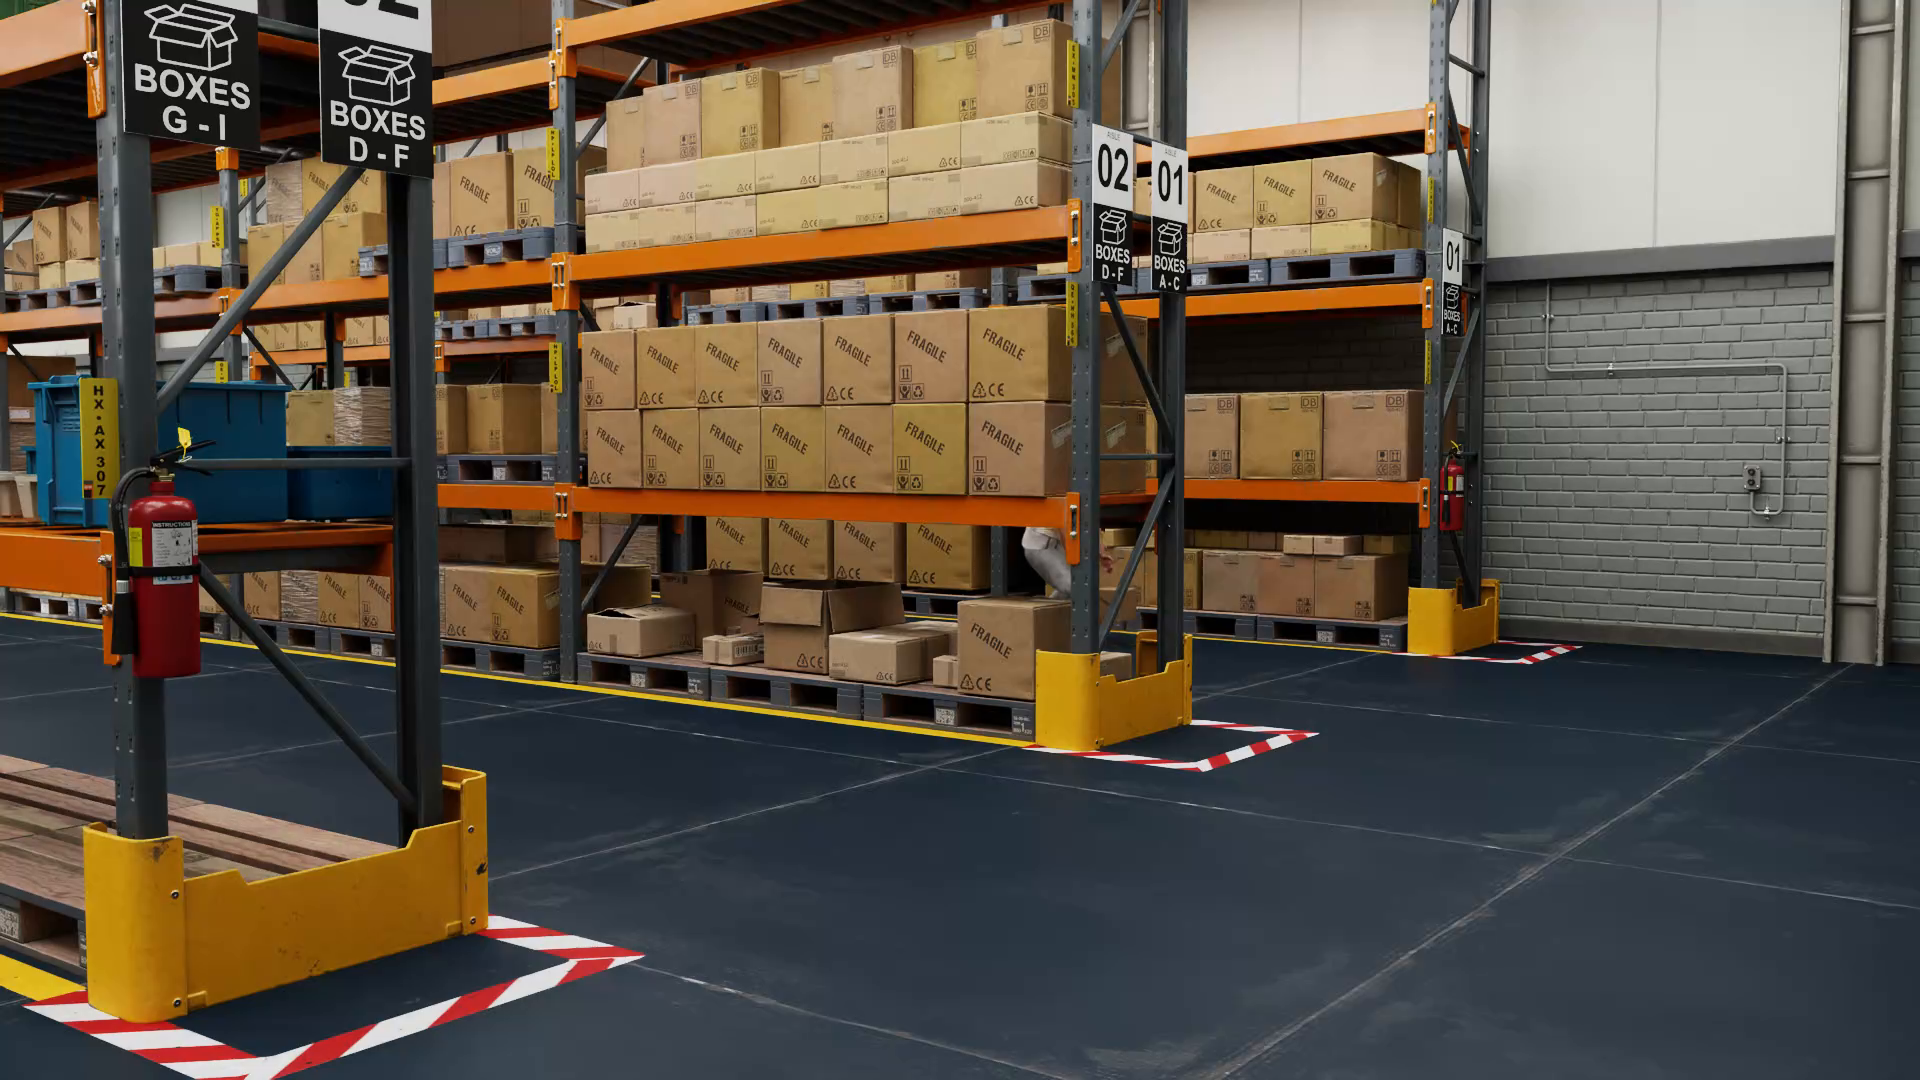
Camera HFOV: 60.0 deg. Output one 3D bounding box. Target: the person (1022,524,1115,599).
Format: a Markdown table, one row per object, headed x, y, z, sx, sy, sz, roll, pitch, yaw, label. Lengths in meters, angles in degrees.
| x | y | z | sx | sy | sz | roll | pitch | yaw | label |
| --- | --- | --- | --- | --- | --- | --- | --- | --- | --- |
| 0.899 | 0.089 | 13.388 | 0.770 | 1.469 | 0.590 | 2 | 4 | 36 | person |
